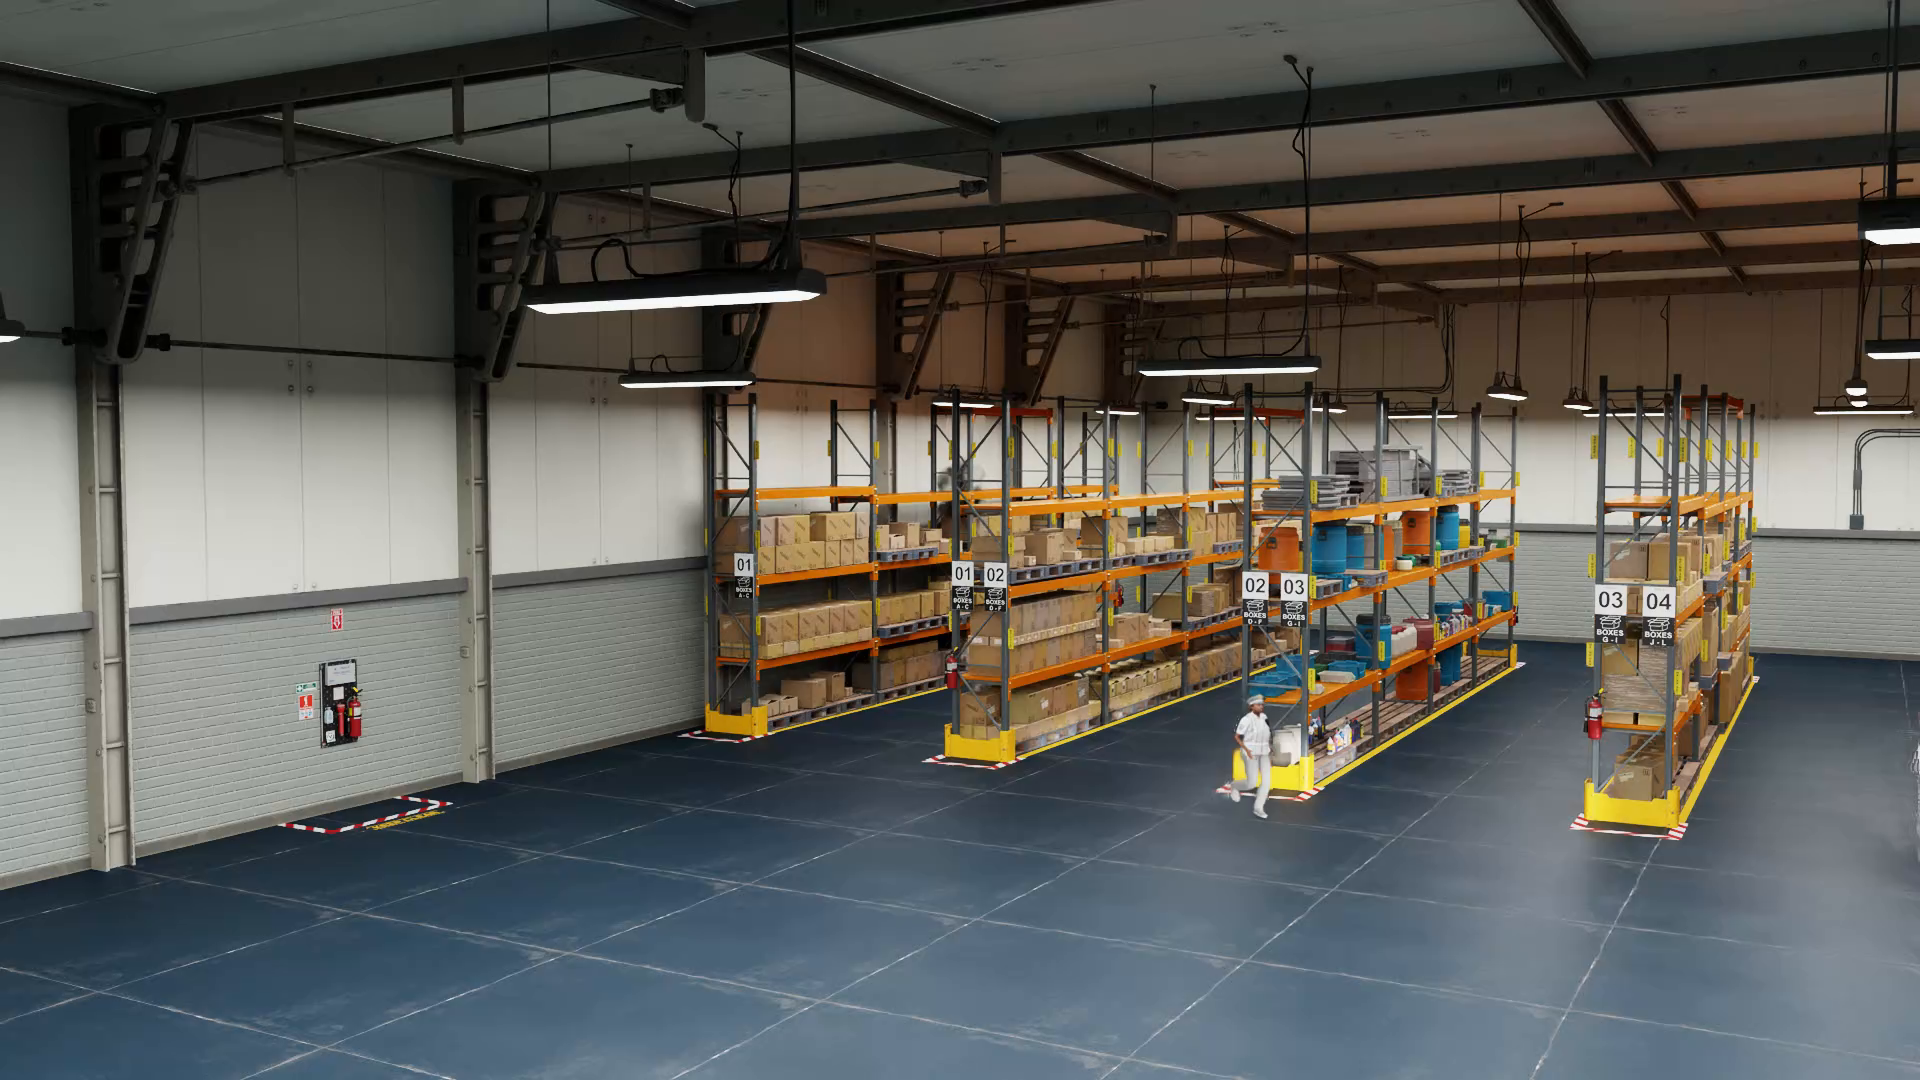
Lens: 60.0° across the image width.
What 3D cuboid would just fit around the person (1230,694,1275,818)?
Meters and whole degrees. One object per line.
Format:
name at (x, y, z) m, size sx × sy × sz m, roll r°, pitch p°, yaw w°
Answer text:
person at (4.062, 2.946, 22.908) m, size 0.597 × 1.669 × 0.729 m, roll -2°, pitch 3°, yaw -27°

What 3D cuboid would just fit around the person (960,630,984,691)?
person at (0.306, 2.458, 30.475) m, size 0.658 × 1.829 × 0.828 m, roll 2°, pitch 3°, yaw 27°
